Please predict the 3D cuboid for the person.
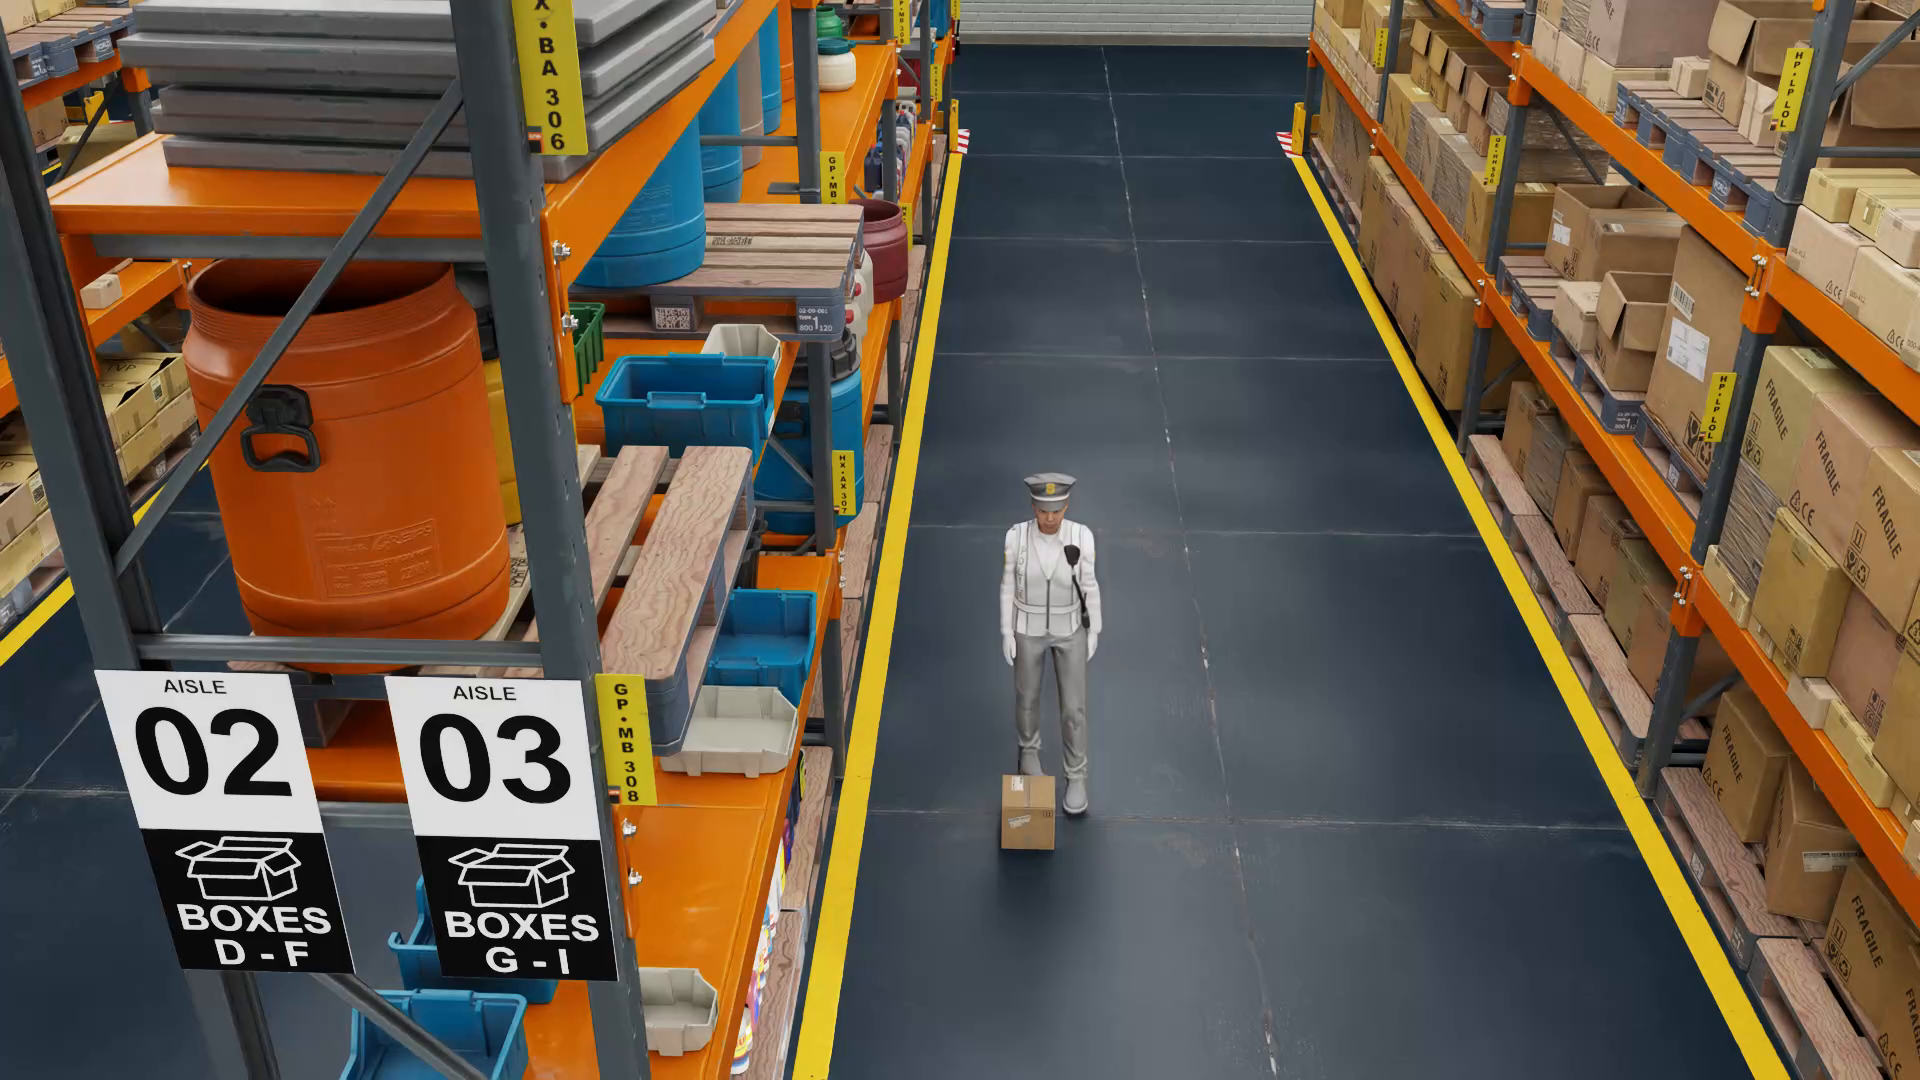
[{"bbox_3d":[0.430,0.481,7.901,0.492,1.680,0.531,2,28,3],"label":"person"}]
